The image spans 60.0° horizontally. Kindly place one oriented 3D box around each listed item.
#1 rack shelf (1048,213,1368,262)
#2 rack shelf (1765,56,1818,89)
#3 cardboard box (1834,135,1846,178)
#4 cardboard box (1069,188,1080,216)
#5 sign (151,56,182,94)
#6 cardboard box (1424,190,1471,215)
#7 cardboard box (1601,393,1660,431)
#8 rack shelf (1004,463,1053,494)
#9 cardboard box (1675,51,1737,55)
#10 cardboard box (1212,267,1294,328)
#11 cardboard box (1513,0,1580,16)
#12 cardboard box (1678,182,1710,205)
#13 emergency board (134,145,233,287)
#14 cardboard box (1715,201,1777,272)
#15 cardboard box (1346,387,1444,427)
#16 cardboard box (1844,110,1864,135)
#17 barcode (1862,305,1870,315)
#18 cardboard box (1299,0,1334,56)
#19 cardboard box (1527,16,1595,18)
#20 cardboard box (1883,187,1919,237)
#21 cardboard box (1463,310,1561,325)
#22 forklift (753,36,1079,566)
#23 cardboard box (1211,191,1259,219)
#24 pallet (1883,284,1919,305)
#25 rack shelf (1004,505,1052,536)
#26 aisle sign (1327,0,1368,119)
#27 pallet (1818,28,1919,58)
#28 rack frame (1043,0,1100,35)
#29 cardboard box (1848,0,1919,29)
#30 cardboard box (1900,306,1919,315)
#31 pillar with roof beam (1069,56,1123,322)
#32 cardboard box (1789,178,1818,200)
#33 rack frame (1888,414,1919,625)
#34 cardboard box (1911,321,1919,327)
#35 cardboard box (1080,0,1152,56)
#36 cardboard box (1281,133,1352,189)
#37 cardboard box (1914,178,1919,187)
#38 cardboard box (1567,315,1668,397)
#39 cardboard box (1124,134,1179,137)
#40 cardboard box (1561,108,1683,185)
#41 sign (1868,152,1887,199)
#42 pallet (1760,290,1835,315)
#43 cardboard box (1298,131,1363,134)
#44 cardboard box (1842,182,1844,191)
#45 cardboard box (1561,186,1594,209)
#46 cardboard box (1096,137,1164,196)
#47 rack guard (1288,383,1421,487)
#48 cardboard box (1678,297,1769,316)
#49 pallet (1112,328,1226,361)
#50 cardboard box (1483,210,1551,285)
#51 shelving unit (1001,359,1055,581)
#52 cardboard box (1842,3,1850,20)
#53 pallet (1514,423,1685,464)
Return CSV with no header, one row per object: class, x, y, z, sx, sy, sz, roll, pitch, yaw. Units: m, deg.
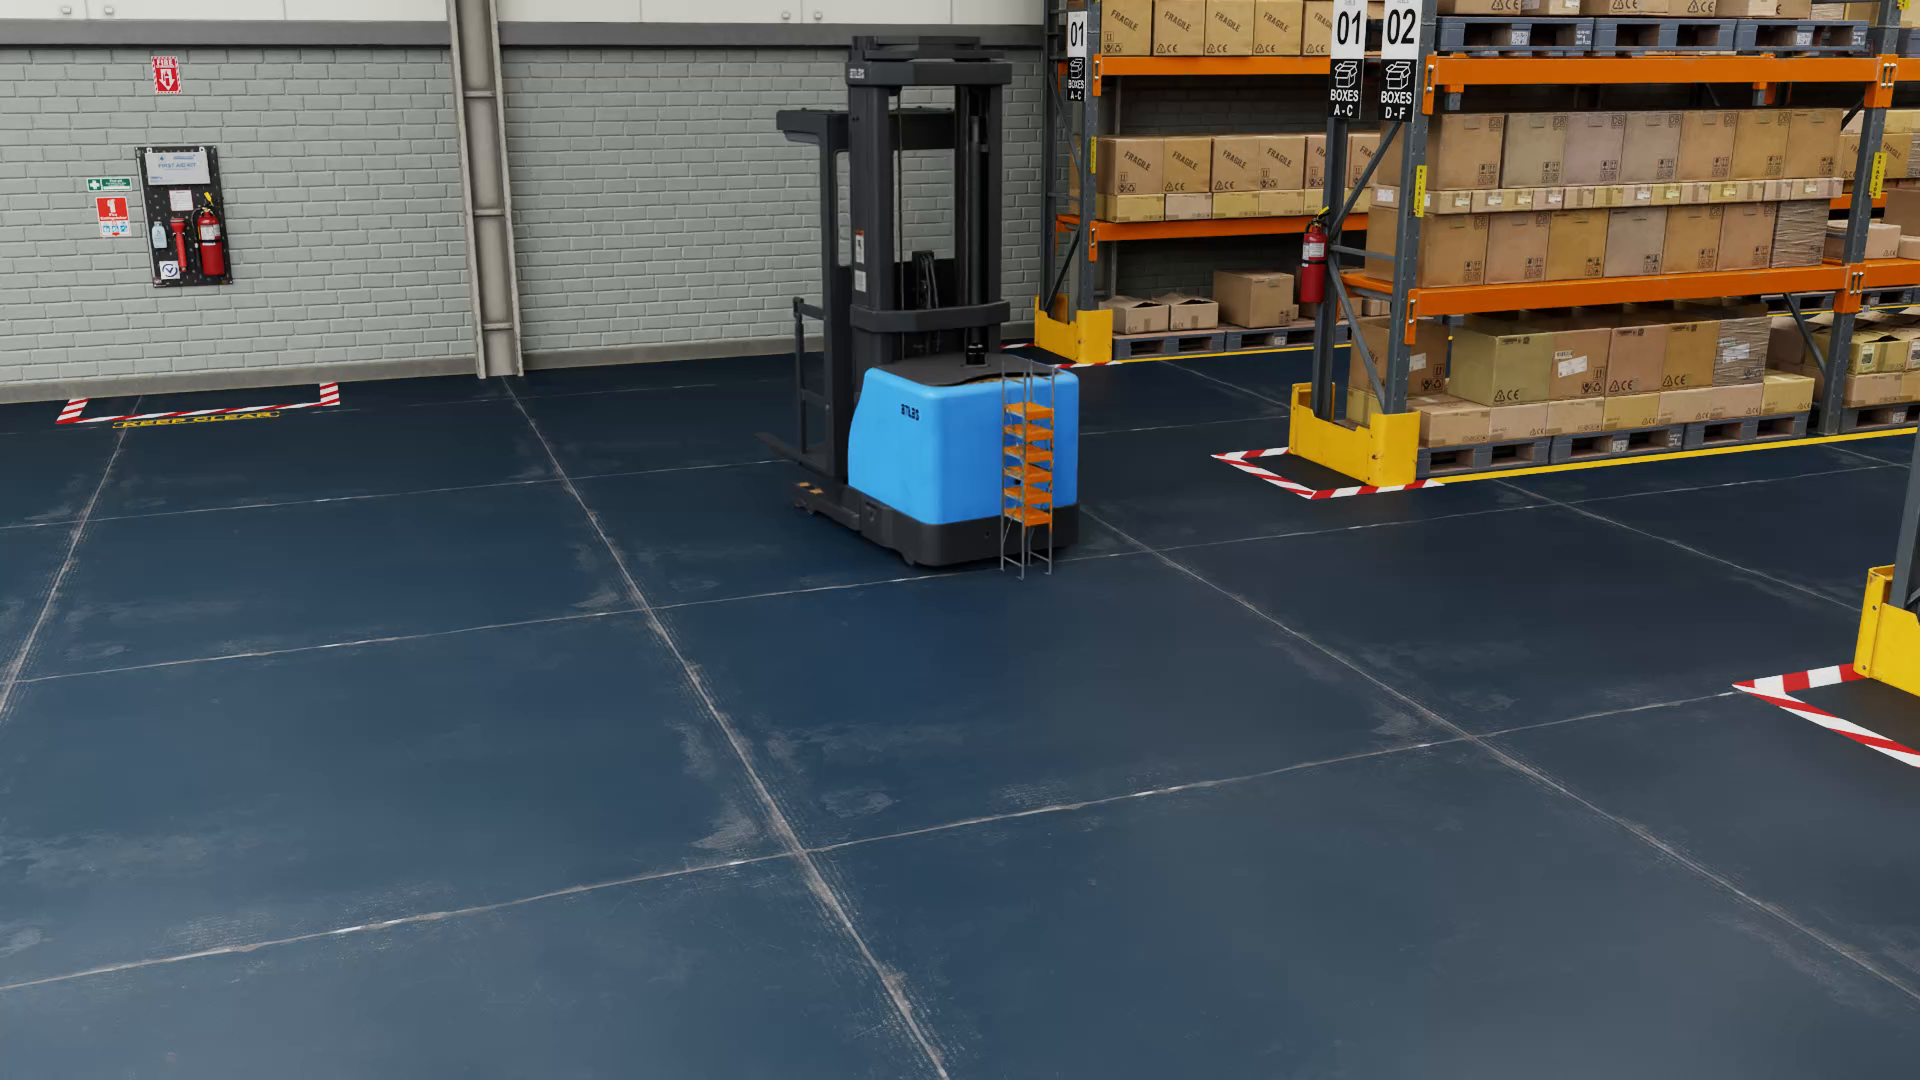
rack shelf,2.898,-3.127,16.699,4.000,0.370,1.077,-6,17,-20
rack shelf,10.369,-5.373,19.023,4.000,0.370,1.077,-6,17,-20
cardboard box,9.539,-4.309,18.708,0.500,0.500,0.500,-6,17,-18
cardboard box,1.398,-3.306,16.264,0.500,0.250,0.500,-6,17,-19
sign,-6.592,-3.862,13.812,0.199,0.298,0.001,-6,17,-20
cardboard box,3.250,-2.310,11.311,0.250,0.149,0.380,-6,18,-20
cardboard box,4.789,-0.996,12.301,0.500,0.250,0.500,-6,17,-20
rack shelf,0.375,-0.346,9.305,0.180,0.103,0.258,-9,19,-29
cardboard box,7.925,-5.339,17.756,0.500,0.311,0.500,-6,17,-20
cardboard box,2.944,-2.447,16.761,0.500,0.500,0.700,-7,18,-24
cardboard box,3.969,-3.627,11.254,0.250,0.149,0.380,-6,17,-20
cardboard box,5.179,-2.519,12.022,0.250,0.149,0.380,-6,17,-18
emergency board,-6.549,-2.725,14.053,0.643,1.169,0.194,-6,17,-20
cardboard box,5.640,-2.317,12.489,0.500,0.500,0.700,-6,18,-21
cardboard box,3.202,-0.981,12.252,0.500,0.250,0.500,-6,17,-20
cardboard box,9.984,-4.721,18.779,0.500,0.250,0.500,-6,17,-20
barcode,6.929,-1.759,12.717,0.075,0.075,0.001,-6,17,-20
cardboard box,3.402,-4.941,16.064,0.500,0.500,0.500,-7,18,-22
cardboard box,4.307,-3.874,11.808,0.500,0.311,0.500,-4,17,-14
cardboard box,7.757,-2.545,13.264,0.500,0.500,0.500,-5,17,-16
cardboard box,4.130,-1.447,12.504,0.500,0.500,0.500,-6,17,-20
forklift,-0.454,-1.624,10.428,1.130,2.935,3.031,-9,19,-28
cardboard box,2.558,-3.280,16.173,0.500,0.250,0.500,-6,18,-21
pallet,11.543,-3.045,20.092,1.213,0.211,1.003,-6,17,-20
rack shelf,0.375,-0.116,9.373,0.180,0.103,0.258,-9,19,-29
aisle sign,2.640,-3.285,11.349,0.004,0.787,0.394,-6,17,-20
pallet,7.361,-3.811,12.766,1.217,0.209,0.805,-7,18,-22
rack frame,1.031,-6.149,15.066,0.127,3.000,1.000,-6,17,-20
cardboard box,7.121,-3.999,12.590,0.500,0.250,0.500,-4,17,-14
cardboard box,8.239,-1.792,14.016,0.500,0.311,0.500,-6,18,-21
pillar with roof beam,2.915,-5.314,12.224,0.400,9.000,9.100,-6,17,-20
cardboard box,6.133,-2.622,12.374,0.250,0.149,0.380,-7,18,-21
rack frame,4.576,-0.664,7.035,0.127,3.000,1.000,-6,17,-20
cardboard box,7.969,-1.600,13.362,0.500,0.311,0.500,-7,18,-22
cardboard box,1.433,-4.735,15.363,0.500,0.500,0.500,-6,17,-19
cardboard box,3.497,-3.742,16.418,0.500,0.500,0.500,-7,18,-22
cardboard box,11.059,-4.166,19.370,0.250,0.149,0.380,-6,17,-20
cardboard box,4.789,-1.356,12.194,0.500,0.500,0.500,-6,17,-20
cardboard box,1.869,-3.719,16.340,0.500,0.500,0.500,-6,17,-19
cardboard box,4.724,-2.843,11.976,0.500,0.500,0.700,-6,17,-20
sign,6.742,-2.678,12.218,0.005,0.325,0.100,-6,17,-20
pallet,9.264,-2.799,19.254,1.213,0.211,1.003,-6,17,-20
cardboard box,3.768,-3.928,17.049,0.500,0.500,0.500,-6,17,-20
cardboard box,9.838,-4.052,18.984,0.250,0.149,0.380,-6,17,-19
cardboard box,4.214,-2.414,11.667,0.250,0.149,0.380,-7,18,-22
cardboard box,1.584,-3.537,15.719,0.500,0.500,0.500,-6,17,-20
rack guard,2.784,-0.766,11.818,0.348,0.500,1.175,-6,17,-20
cardboard box,5.997,-1.648,13.192,0.500,0.500,0.500,-6,17,-20
pallet,1.873,-2.013,16.578,1.213,0.211,1.003,-6,17,-20
cardboard box,3.736,-2.113,11.794,0.500,0.500,0.700,-6,17,-19
shelving unit,0.375,-0.389,9.293,0.189,1.200,0.258,-9,19,-29
cardboard box,9.931,-5.959,18.785,0.500,0.500,0.700,-5,17,-17
pallet,4.643,-0.840,12.583,1.213,0.211,1.003,-6,17,-20
